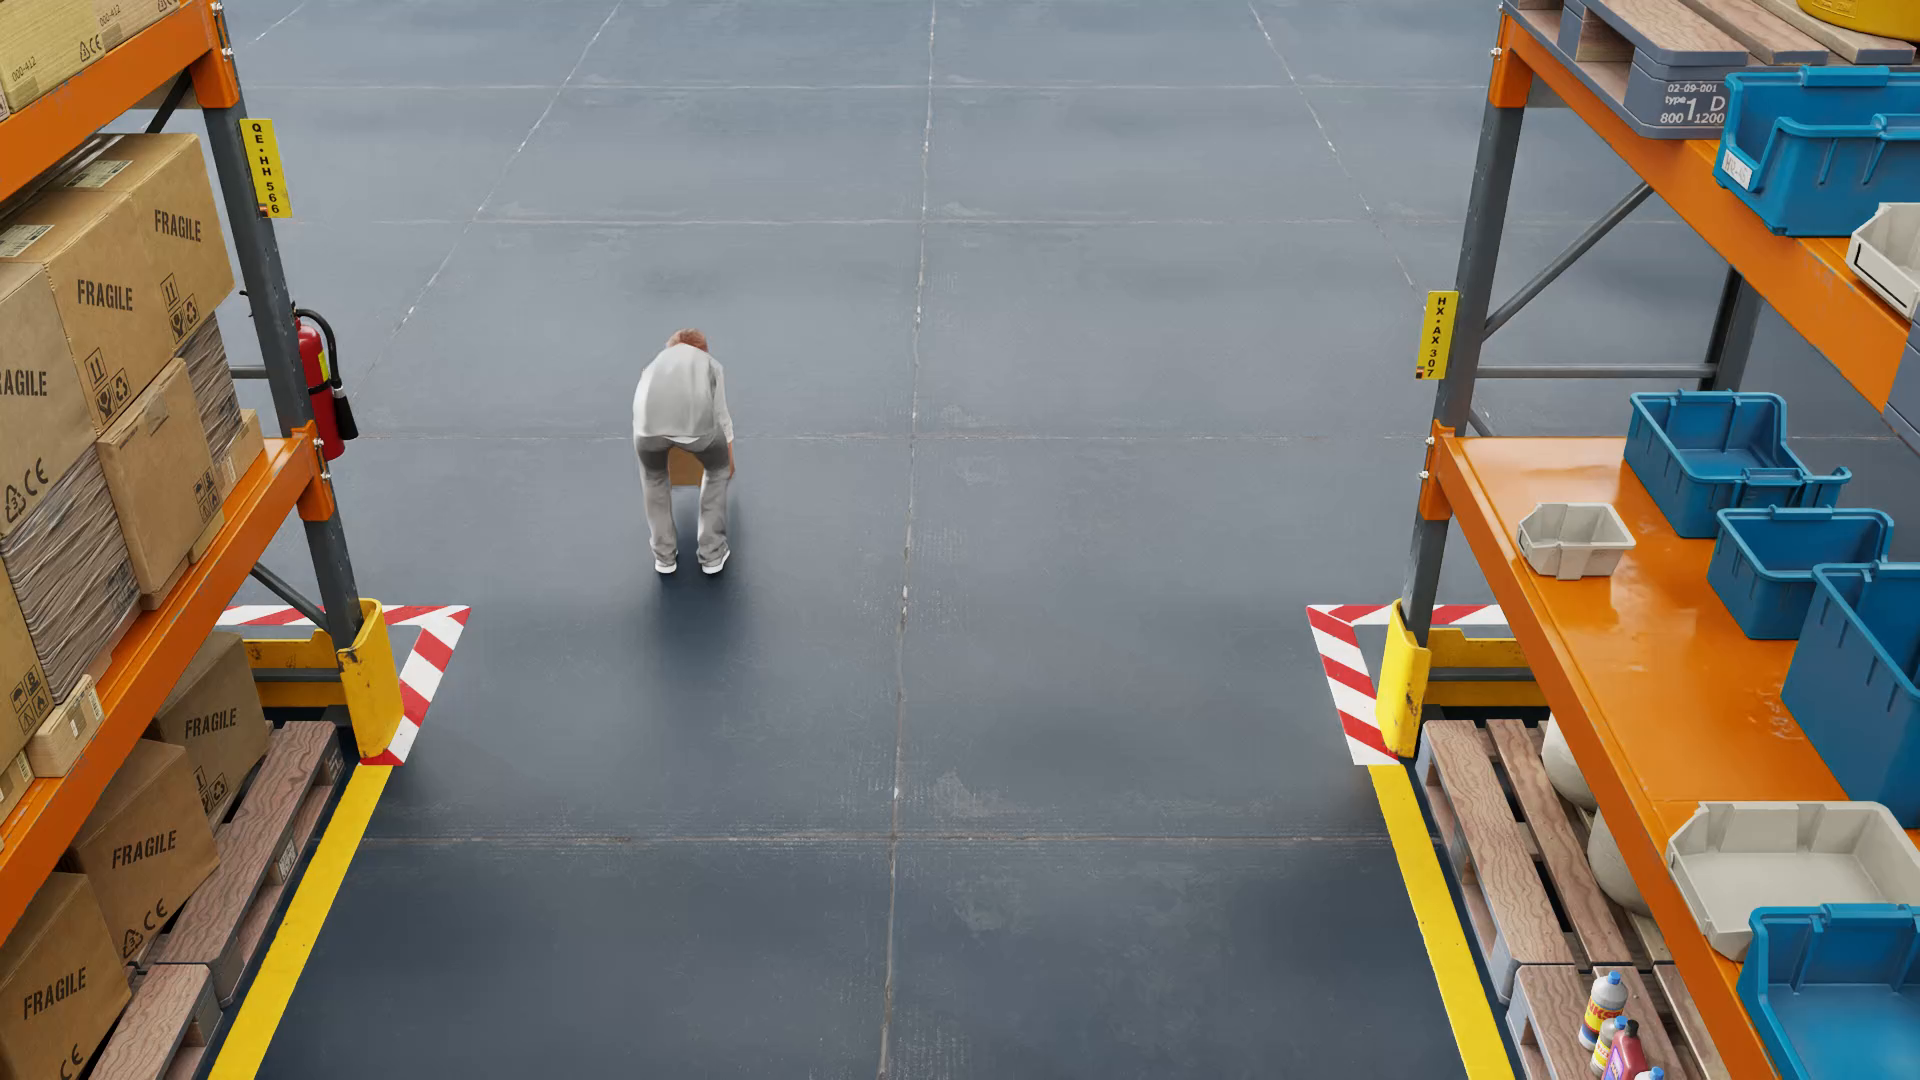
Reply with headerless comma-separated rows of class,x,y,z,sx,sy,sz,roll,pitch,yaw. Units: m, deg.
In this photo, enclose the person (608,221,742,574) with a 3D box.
person,-1.225,-0.562,7.048,0.478,1.591,0.345,-2,32,-3
